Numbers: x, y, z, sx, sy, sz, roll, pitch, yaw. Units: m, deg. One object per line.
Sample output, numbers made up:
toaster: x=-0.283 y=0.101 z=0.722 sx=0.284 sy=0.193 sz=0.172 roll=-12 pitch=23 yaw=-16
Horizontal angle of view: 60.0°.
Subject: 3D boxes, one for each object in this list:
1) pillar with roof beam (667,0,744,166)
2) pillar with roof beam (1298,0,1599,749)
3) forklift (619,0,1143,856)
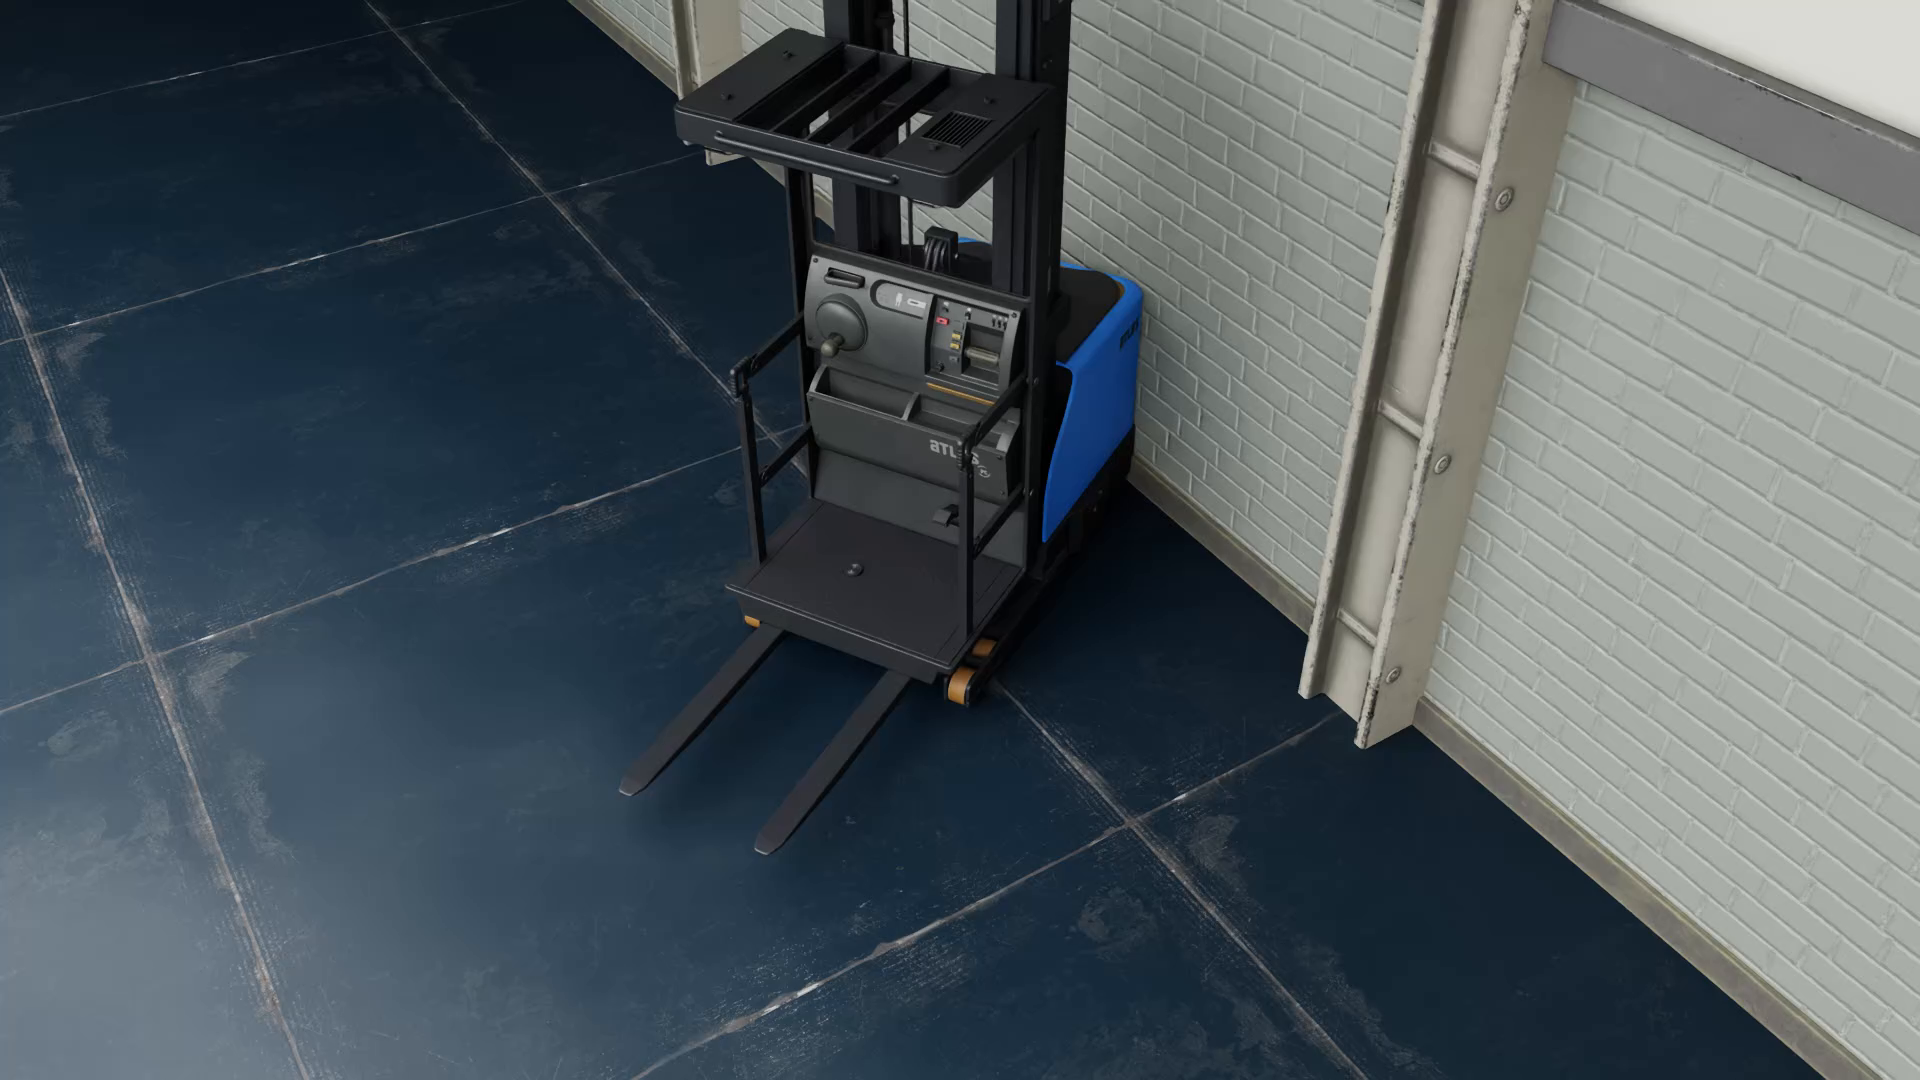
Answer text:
pillar with roof beam: x=-5.203 y=-4.523 z=6.149 sx=9.100 sy=9.000 sz=0.400 roll=-22 pitch=45 yaw=-24
pillar with roof beam: x=-1.977 y=-1.285 z=2.263 sx=9.100 sy=9.000 sz=0.400 roll=-22 pitch=45 yaw=-24
forklift: x=-0.292 y=-0.769 z=6.383 sx=1.130 sy=2.935 sz=3.031 roll=18 pitch=43 yaw=21
